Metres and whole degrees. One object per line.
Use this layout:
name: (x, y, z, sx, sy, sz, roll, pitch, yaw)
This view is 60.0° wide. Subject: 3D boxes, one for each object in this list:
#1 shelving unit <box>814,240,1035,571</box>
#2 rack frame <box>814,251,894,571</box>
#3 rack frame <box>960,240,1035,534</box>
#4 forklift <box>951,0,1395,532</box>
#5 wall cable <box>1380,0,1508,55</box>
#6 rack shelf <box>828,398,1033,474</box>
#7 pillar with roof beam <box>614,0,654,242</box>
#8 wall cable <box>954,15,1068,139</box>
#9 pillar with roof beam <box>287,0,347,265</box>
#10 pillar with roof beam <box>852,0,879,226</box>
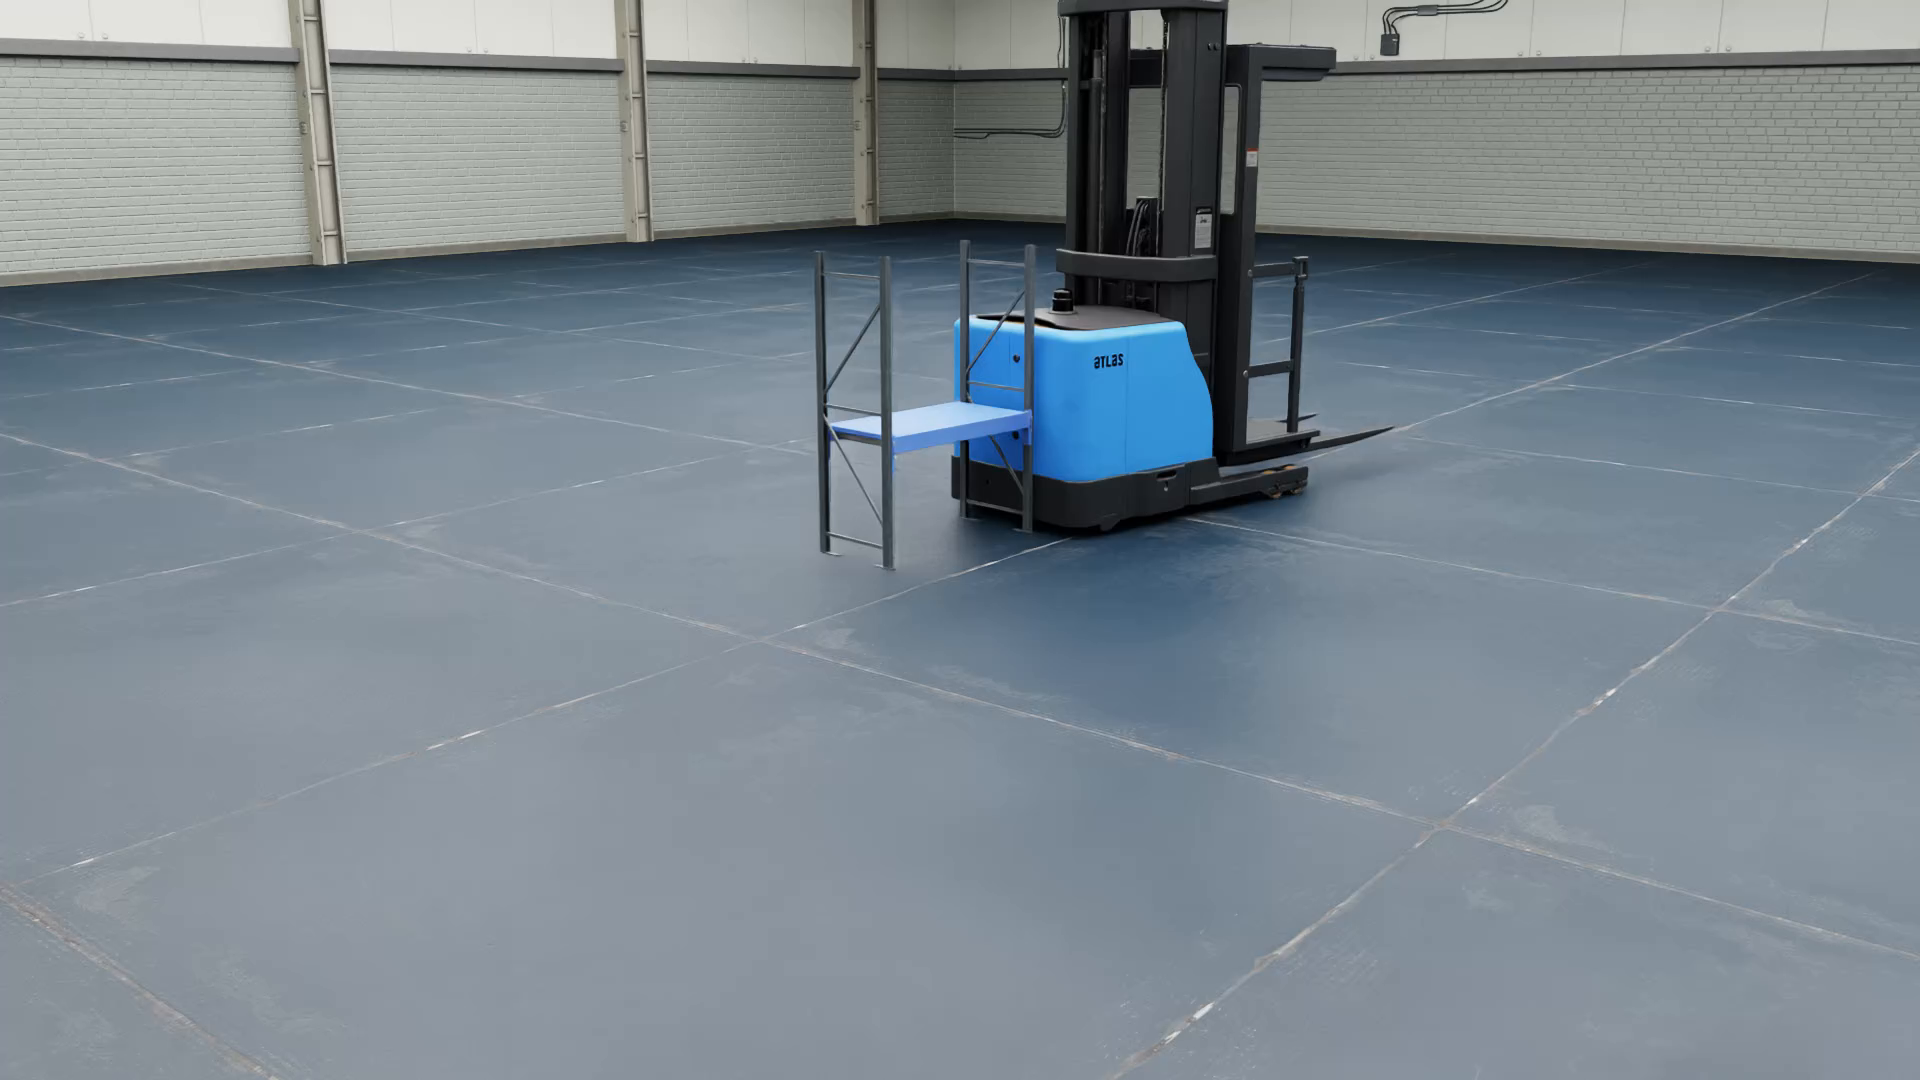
shelving unit: (-0.161, -0.712, 8.378, 0.538, 1.500, 1.048, 13, 19, 42)
rack frame: (-0.512, -0.621, 8.022, 0.500, 1.500, 0.032, 13, 19, 42)
rack frame: (0.190, -0.802, 8.735, 0.500, 1.500, 0.032, 13, 19, 42)
forklift: (1.396, -1.743, 9.531, 3.031, 2.935, 1.130, -12, 19, -39)
wall cable: (8.359, -11.332, 28.048, 2.305, 6.003, 0.169, 11, 18, 38)
rack shelf: (-0.161, -0.537, 8.423, 0.538, 0.185, 1.000, 13, 19, 42)
pillar with roof beam: (-2.318, -8.981, 25.701, 9.100, 9.000, 0.400, 11, 18, 38)
wall cable: (0.985, -9.651, 34.644, 3.097, 2.526, 0.112, 11, 18, 38)
pillar with roof beam: (-6.089, -7.832, 21.178, 9.100, 9.000, 0.400, 11, 18, 38)
pillar with roof beam: (1.453, -10.130, 30.224, 9.100, 9.000, 0.400, 11, 18, 38)
